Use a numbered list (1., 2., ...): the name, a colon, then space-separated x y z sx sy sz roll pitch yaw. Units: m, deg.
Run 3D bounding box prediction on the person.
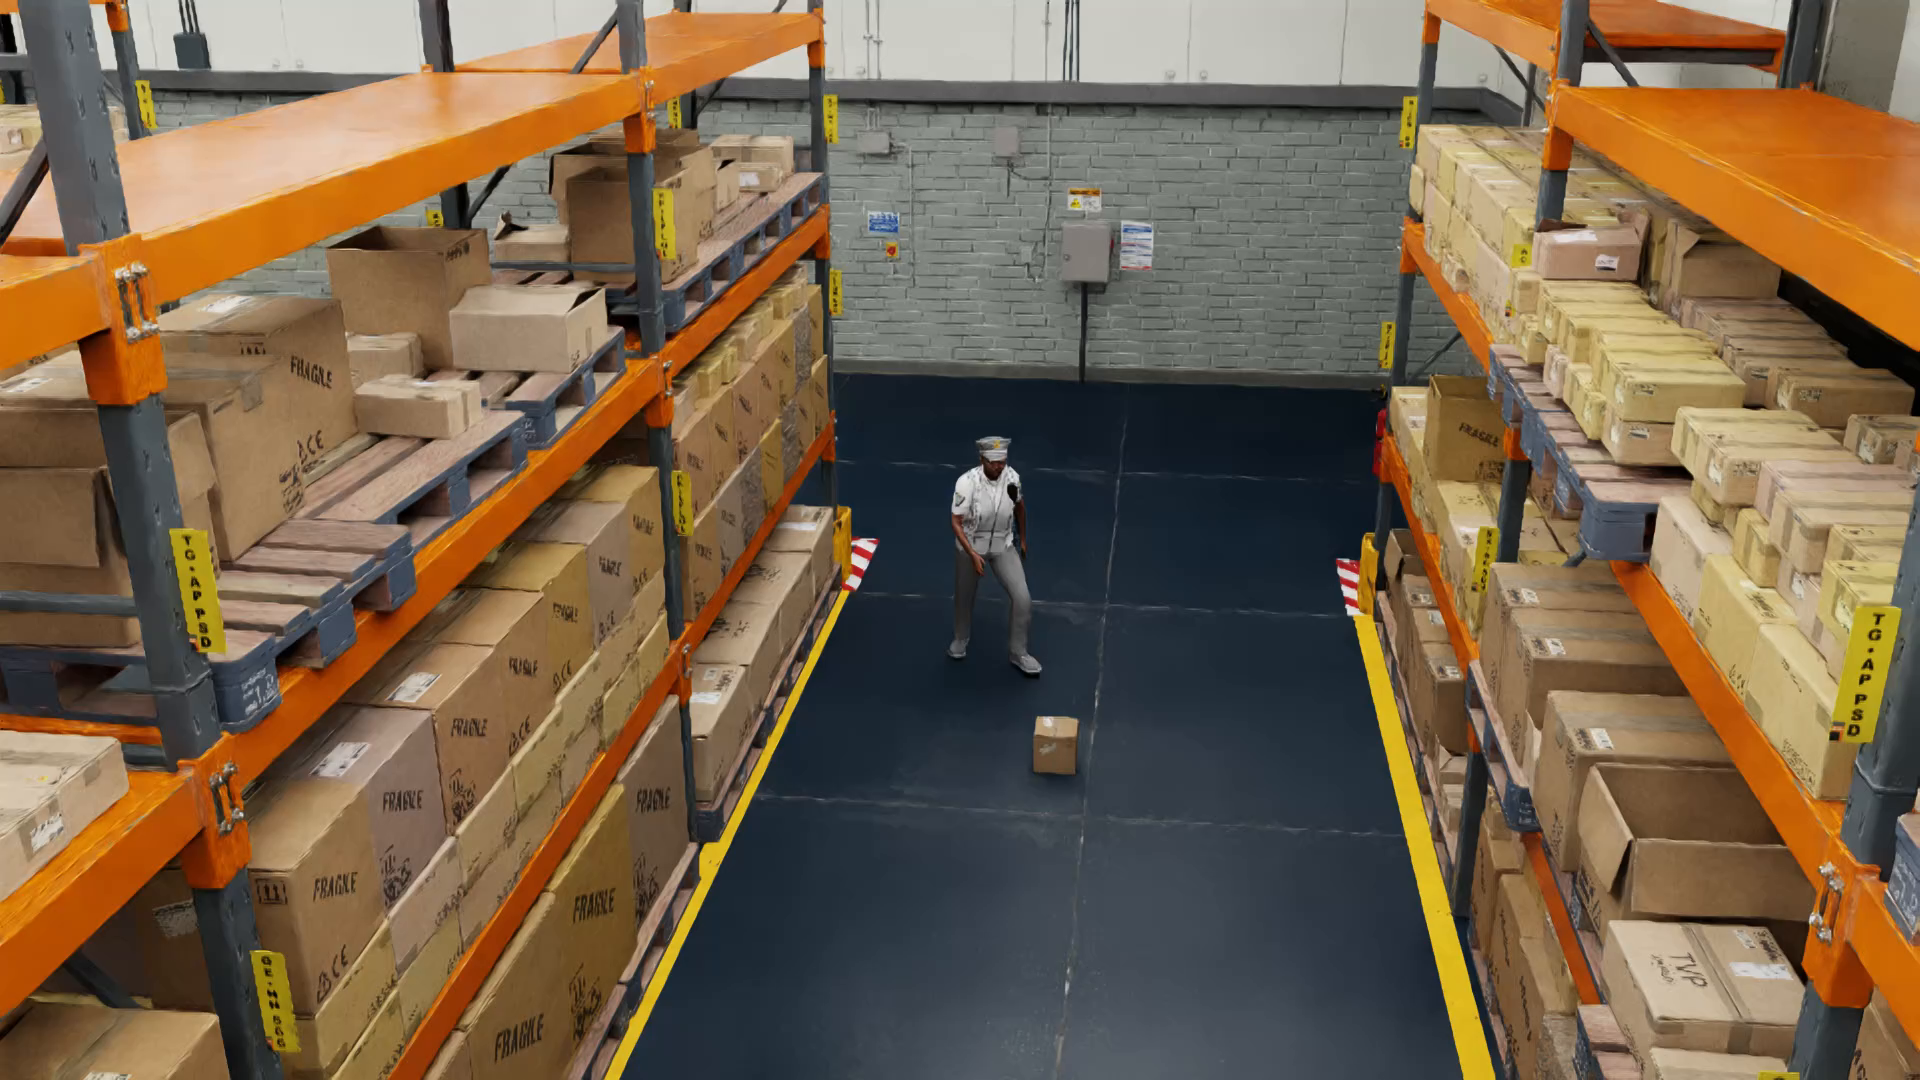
1. person: 0.198 0.056 10.955 0.559 1.633 0.699 -5 22 -13
